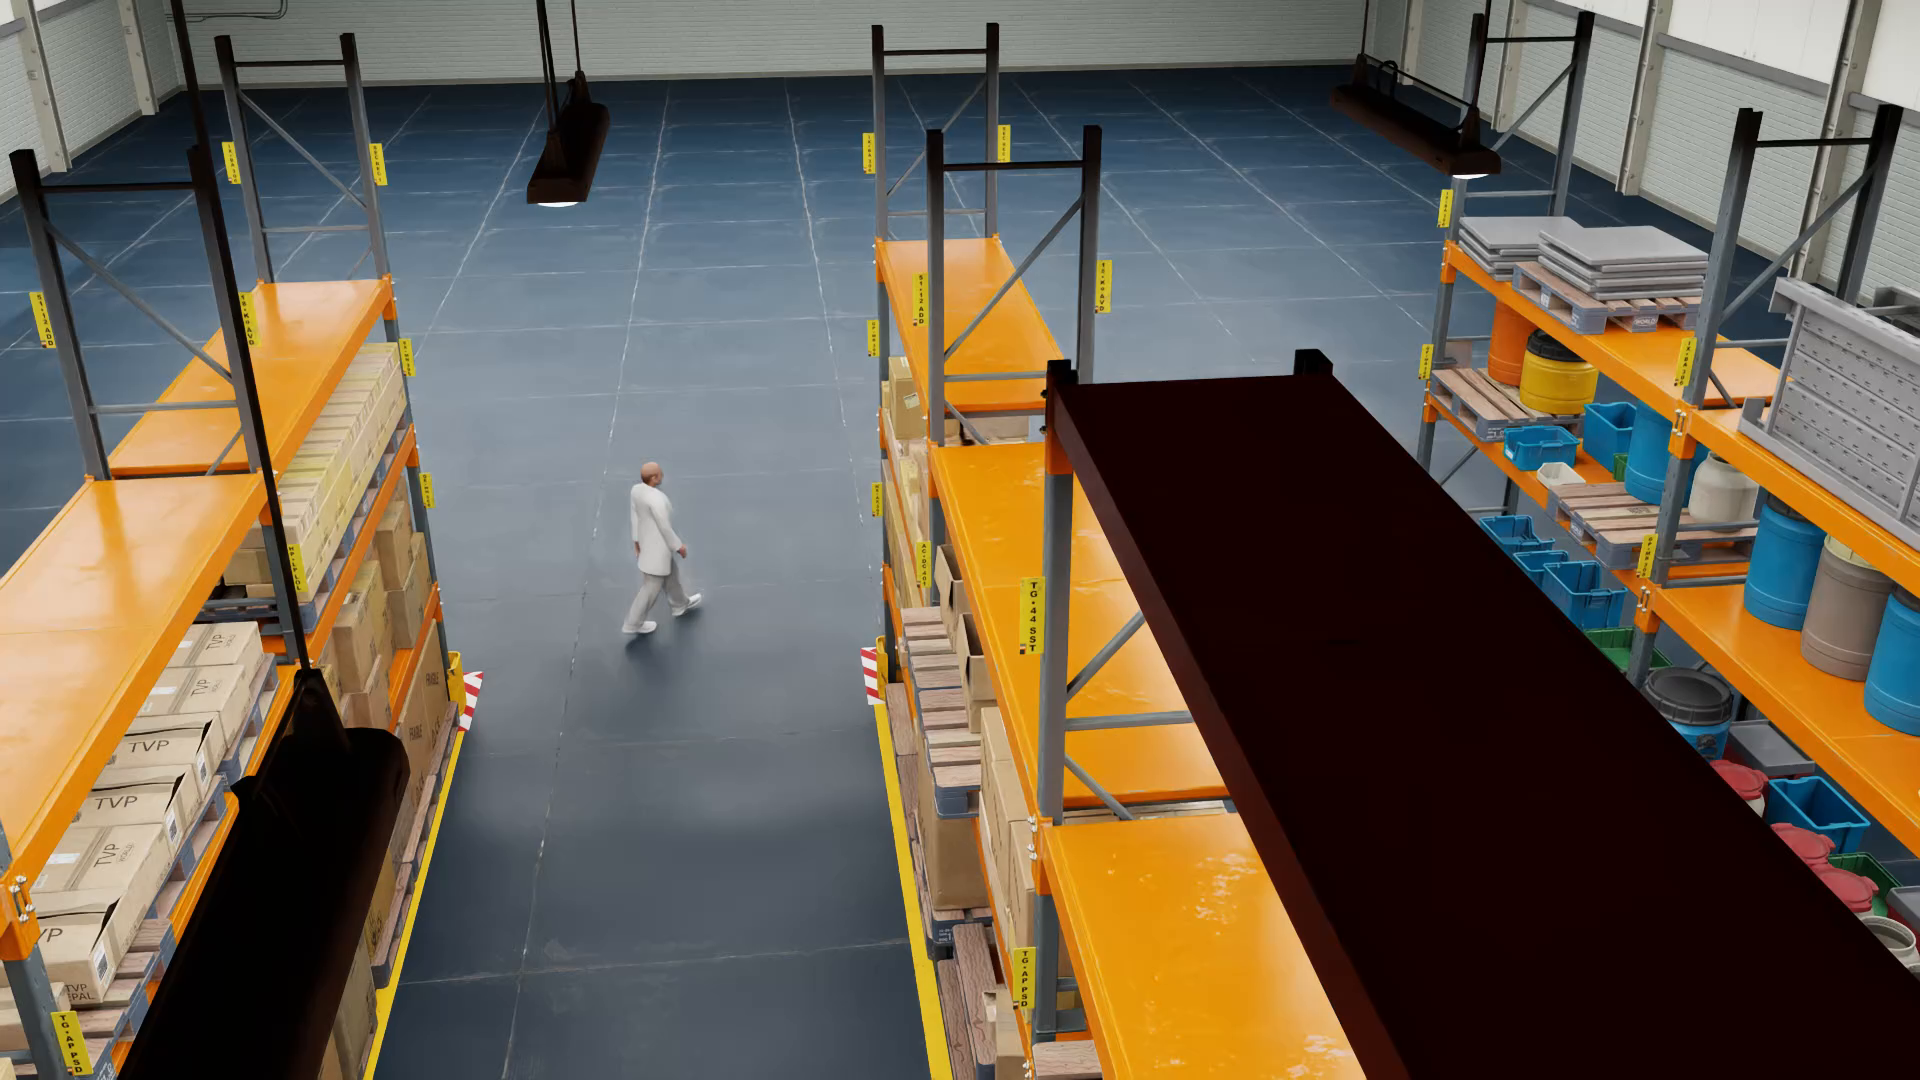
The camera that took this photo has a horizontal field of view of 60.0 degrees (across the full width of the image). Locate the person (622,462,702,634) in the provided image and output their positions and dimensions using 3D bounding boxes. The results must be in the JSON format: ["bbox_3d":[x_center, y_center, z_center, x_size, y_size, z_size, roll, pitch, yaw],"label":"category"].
[{"bbox_3d":[-2.980,0.050,16.378,0.960,1.760,0.534,-14,29,-26],"label":"person"}]
